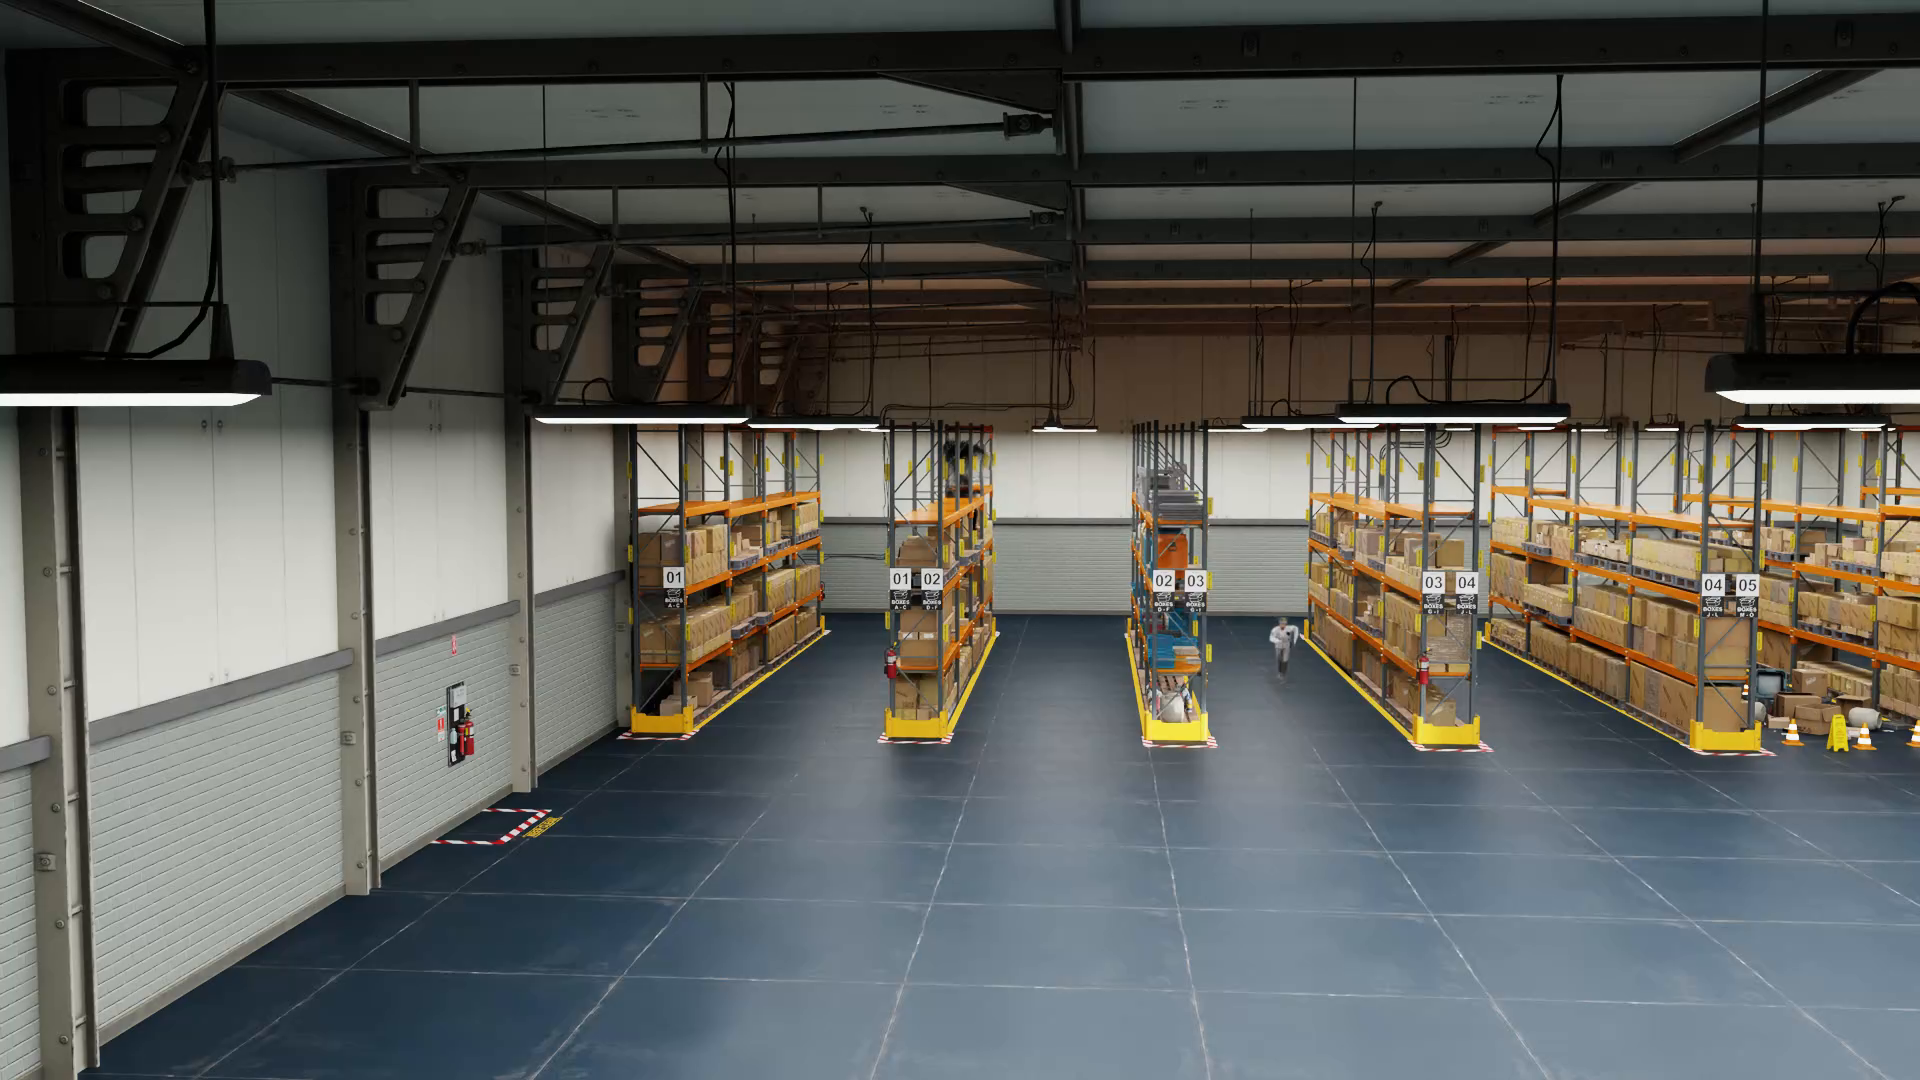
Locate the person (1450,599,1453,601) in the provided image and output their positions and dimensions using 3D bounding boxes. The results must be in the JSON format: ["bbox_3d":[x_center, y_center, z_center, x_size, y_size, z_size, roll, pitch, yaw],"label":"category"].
[{"bbox_3d":[13.587,1.862,47.003,0.692,1.787,0.979,0,4,7],"label":"person"}]

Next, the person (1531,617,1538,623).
[{"bbox_3d":[16.256,1.870,47.270,0.574,1.723,0.653,0,4,-6],"label":"person"}]

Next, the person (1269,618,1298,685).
[{"bbox_3d":[7.451,2.545,38.287,0.650,1.588,0.941,1,4,10],"label":"person"}]
